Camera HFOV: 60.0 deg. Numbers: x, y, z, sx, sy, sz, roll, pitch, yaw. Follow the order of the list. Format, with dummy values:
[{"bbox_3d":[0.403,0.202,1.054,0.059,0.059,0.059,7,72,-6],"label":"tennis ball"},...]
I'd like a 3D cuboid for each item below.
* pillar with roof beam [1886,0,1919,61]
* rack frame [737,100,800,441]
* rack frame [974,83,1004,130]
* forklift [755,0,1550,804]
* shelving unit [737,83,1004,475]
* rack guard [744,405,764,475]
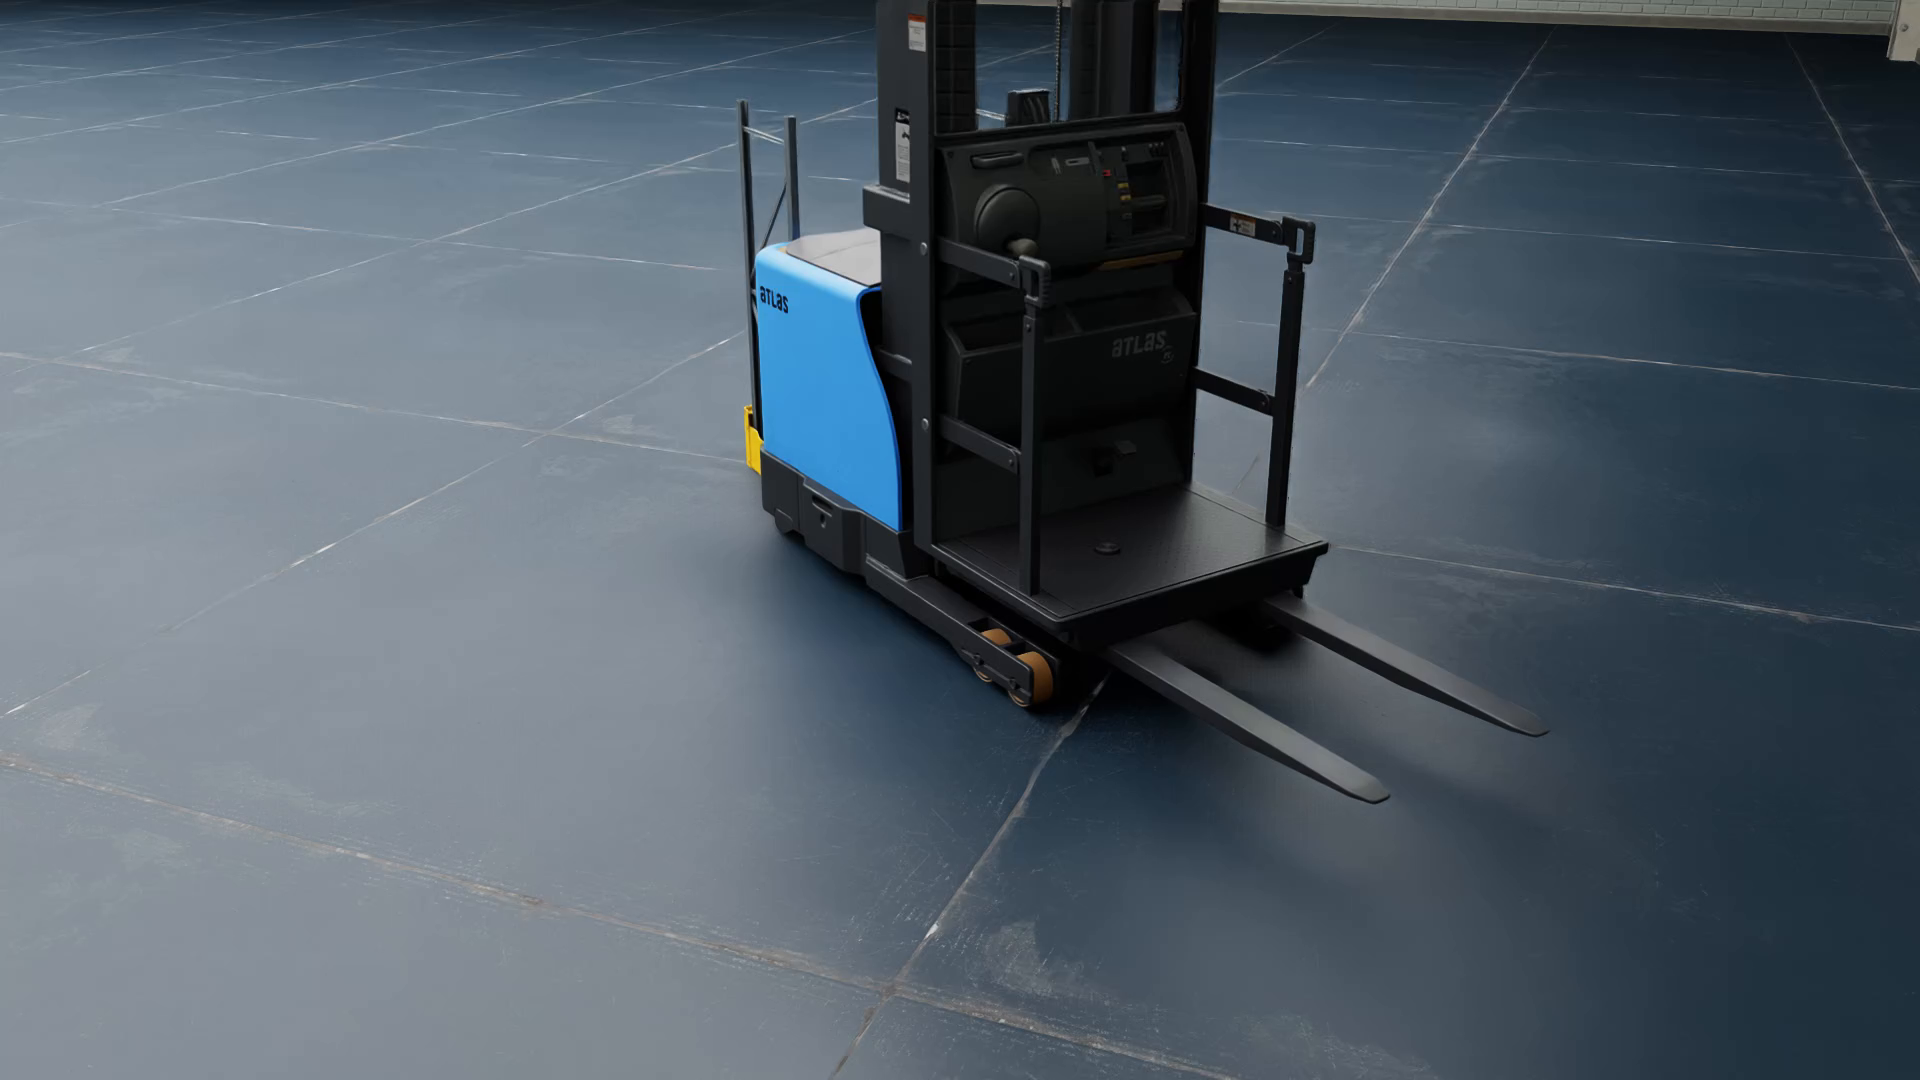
[{"bbox_3d":[7.529,-10.655,20.084,9.100,9.000,0.400,9,24,20],"label":"pillar with roof beam"},{"bbox_3d":[-0.730,-0.925,6.518,0.032,1.500,0.500,-12,25,-26],"label":"rack frame"},{"bbox_3d":[0.161,-1.114,6.971,0.032,1.500,0.500,-12,25,-26],"label":"rack frame"},{"bbox_3d":[0.472,-1.054,4.972,1.130,2.935,3.031,-14,27,-30],"label":"forklift"},{"bbox_3d":[-0.293,-1.018,6.741,1.083,1.500,0.587,-12,25,-26],"label":"shelving unit"},{"bbox_3d":[-0.729,-0.348,6.760,0.087,0.250,0.587,-12,25,-26],"label":"rack guard"}]
